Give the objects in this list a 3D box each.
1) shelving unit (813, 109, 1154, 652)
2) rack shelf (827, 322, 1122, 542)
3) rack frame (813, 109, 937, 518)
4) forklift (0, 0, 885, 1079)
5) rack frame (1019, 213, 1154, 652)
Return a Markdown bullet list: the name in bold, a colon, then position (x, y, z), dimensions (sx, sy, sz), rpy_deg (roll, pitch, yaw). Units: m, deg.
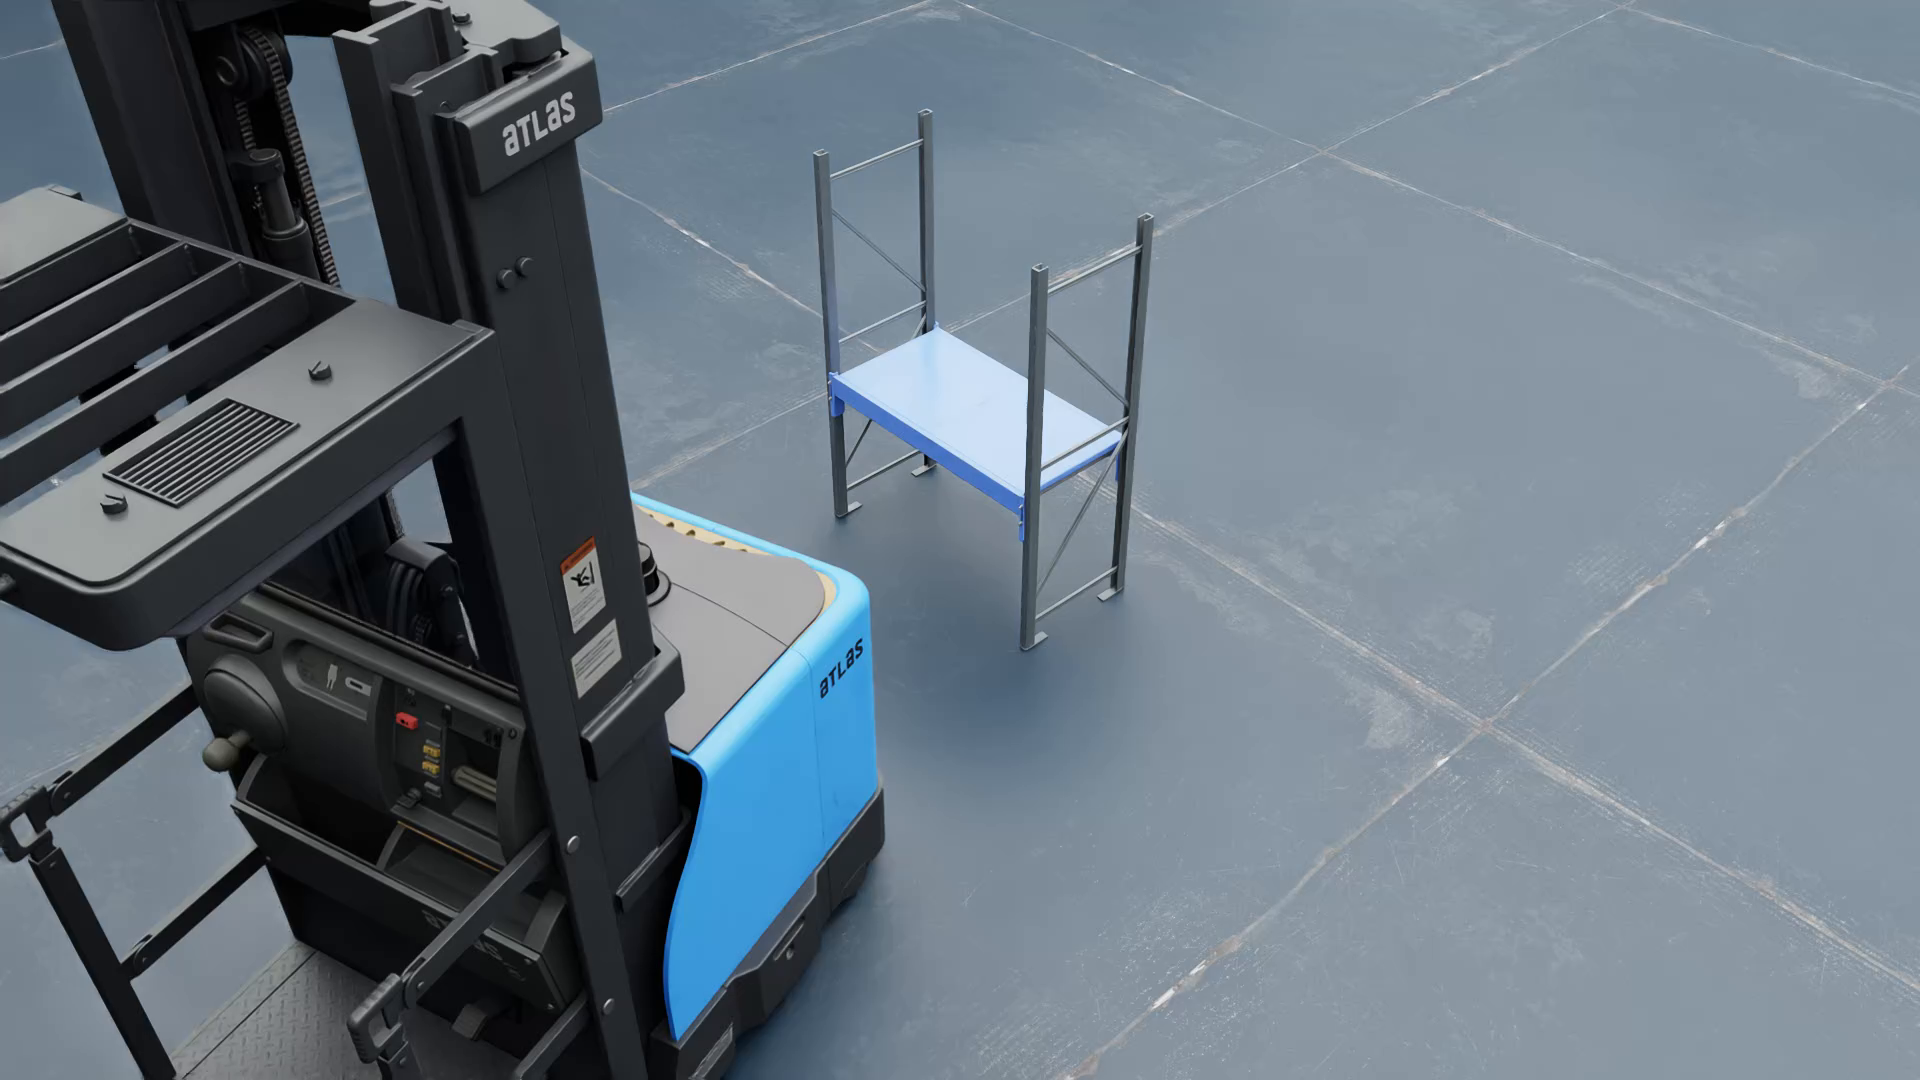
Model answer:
- **shelving unit**: position (0.058, -0.544, 5.730), dimensions (0.538, 1.500, 1.048), rpy_deg (-30, 48, -32)
- **rack shelf**: position (0.058, -0.404, 5.843), dimensions (0.538, 0.185, 1.000), rpy_deg (-30, 48, -32)
- **rack frame**: position (-0.286, -0.779, 6.021), dimensions (0.500, 1.500, 0.032), rpy_deg (-30, 48, -32)
- **forklift**: position (-1.380, 0.460, 3.347), dimensions (1.130, 2.935, 3.031), rpy_deg (19, 43, 22)
- **rack frame**: position (0.402, -0.309, 5.439), dimensions (0.500, 1.500, 0.032), rpy_deg (-30, 48, -32)
